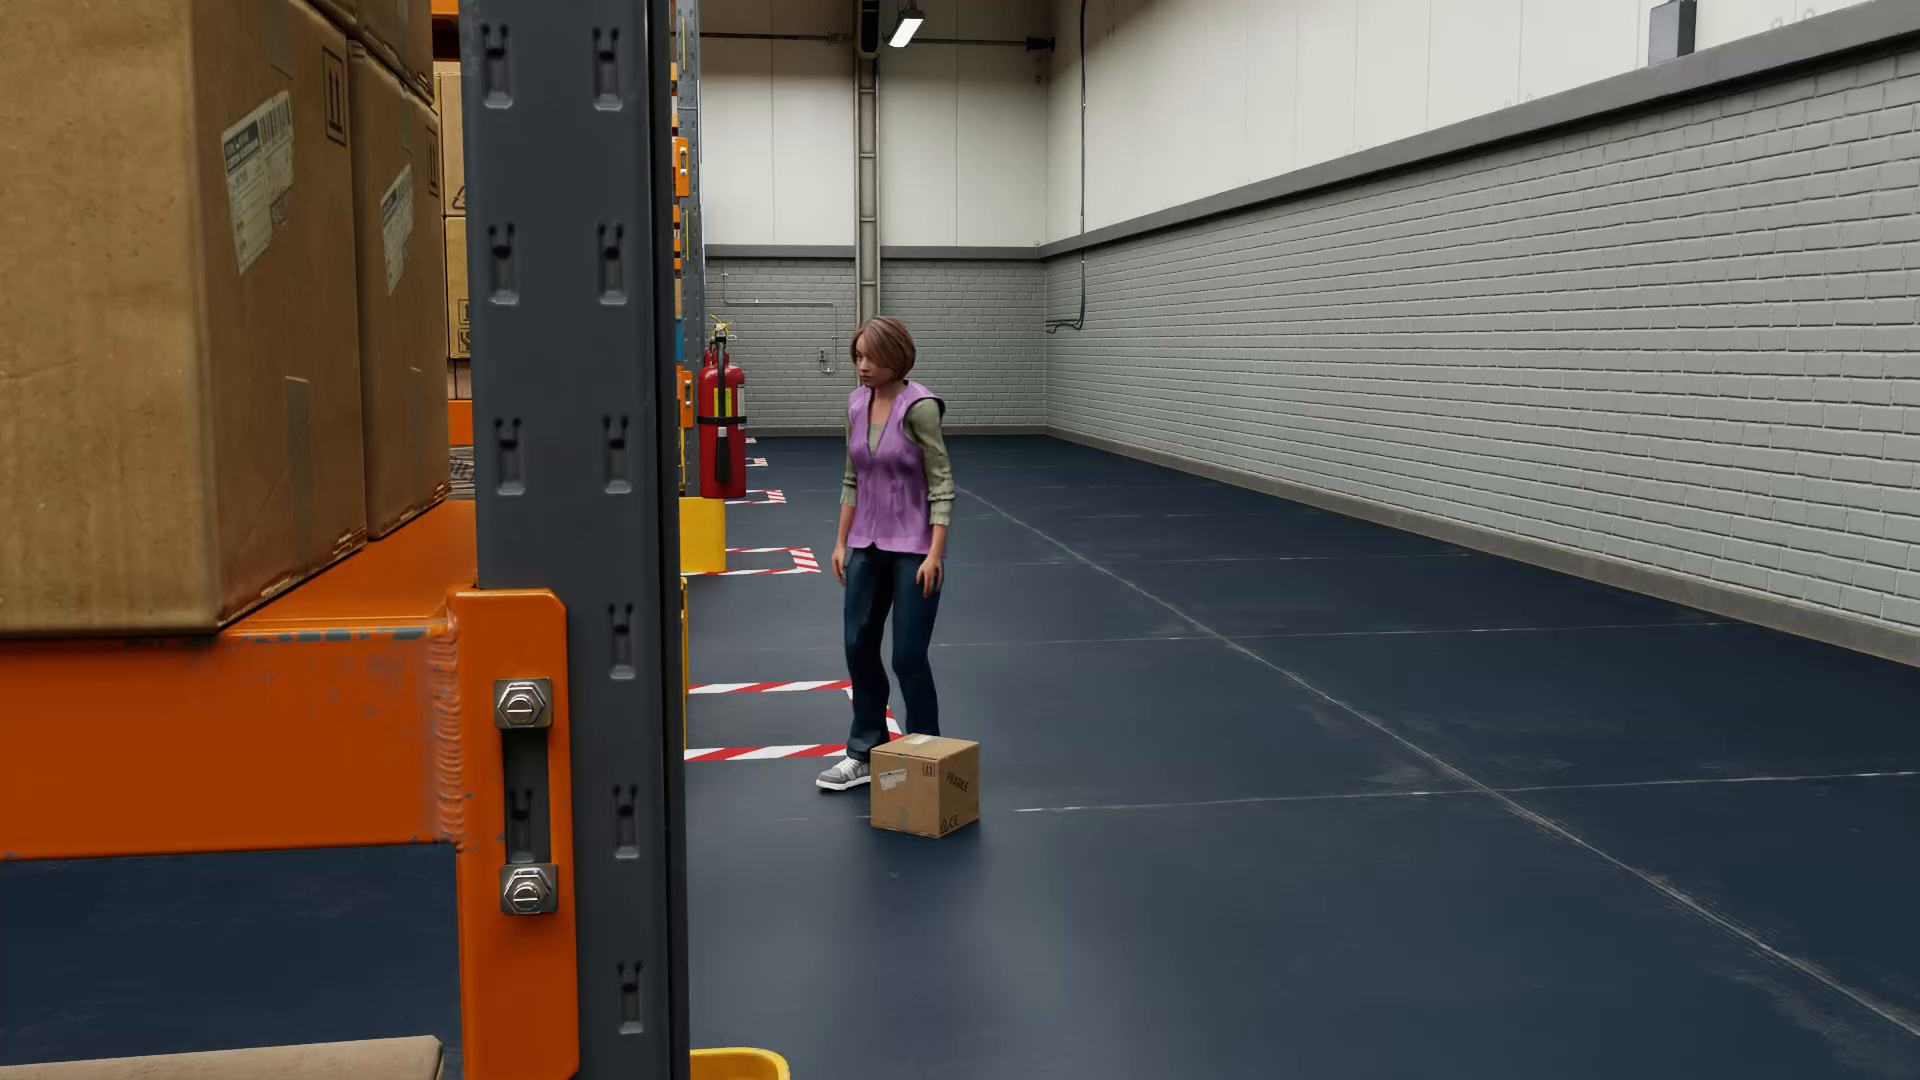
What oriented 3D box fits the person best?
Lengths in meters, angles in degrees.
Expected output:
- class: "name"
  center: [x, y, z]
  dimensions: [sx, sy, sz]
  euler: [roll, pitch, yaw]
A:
- class: "person"
  center: [-0.225, 0.060, 5.524]
  dimensions: [0.465, 1.592, 0.347]
  euler: [5, 8, 37]
